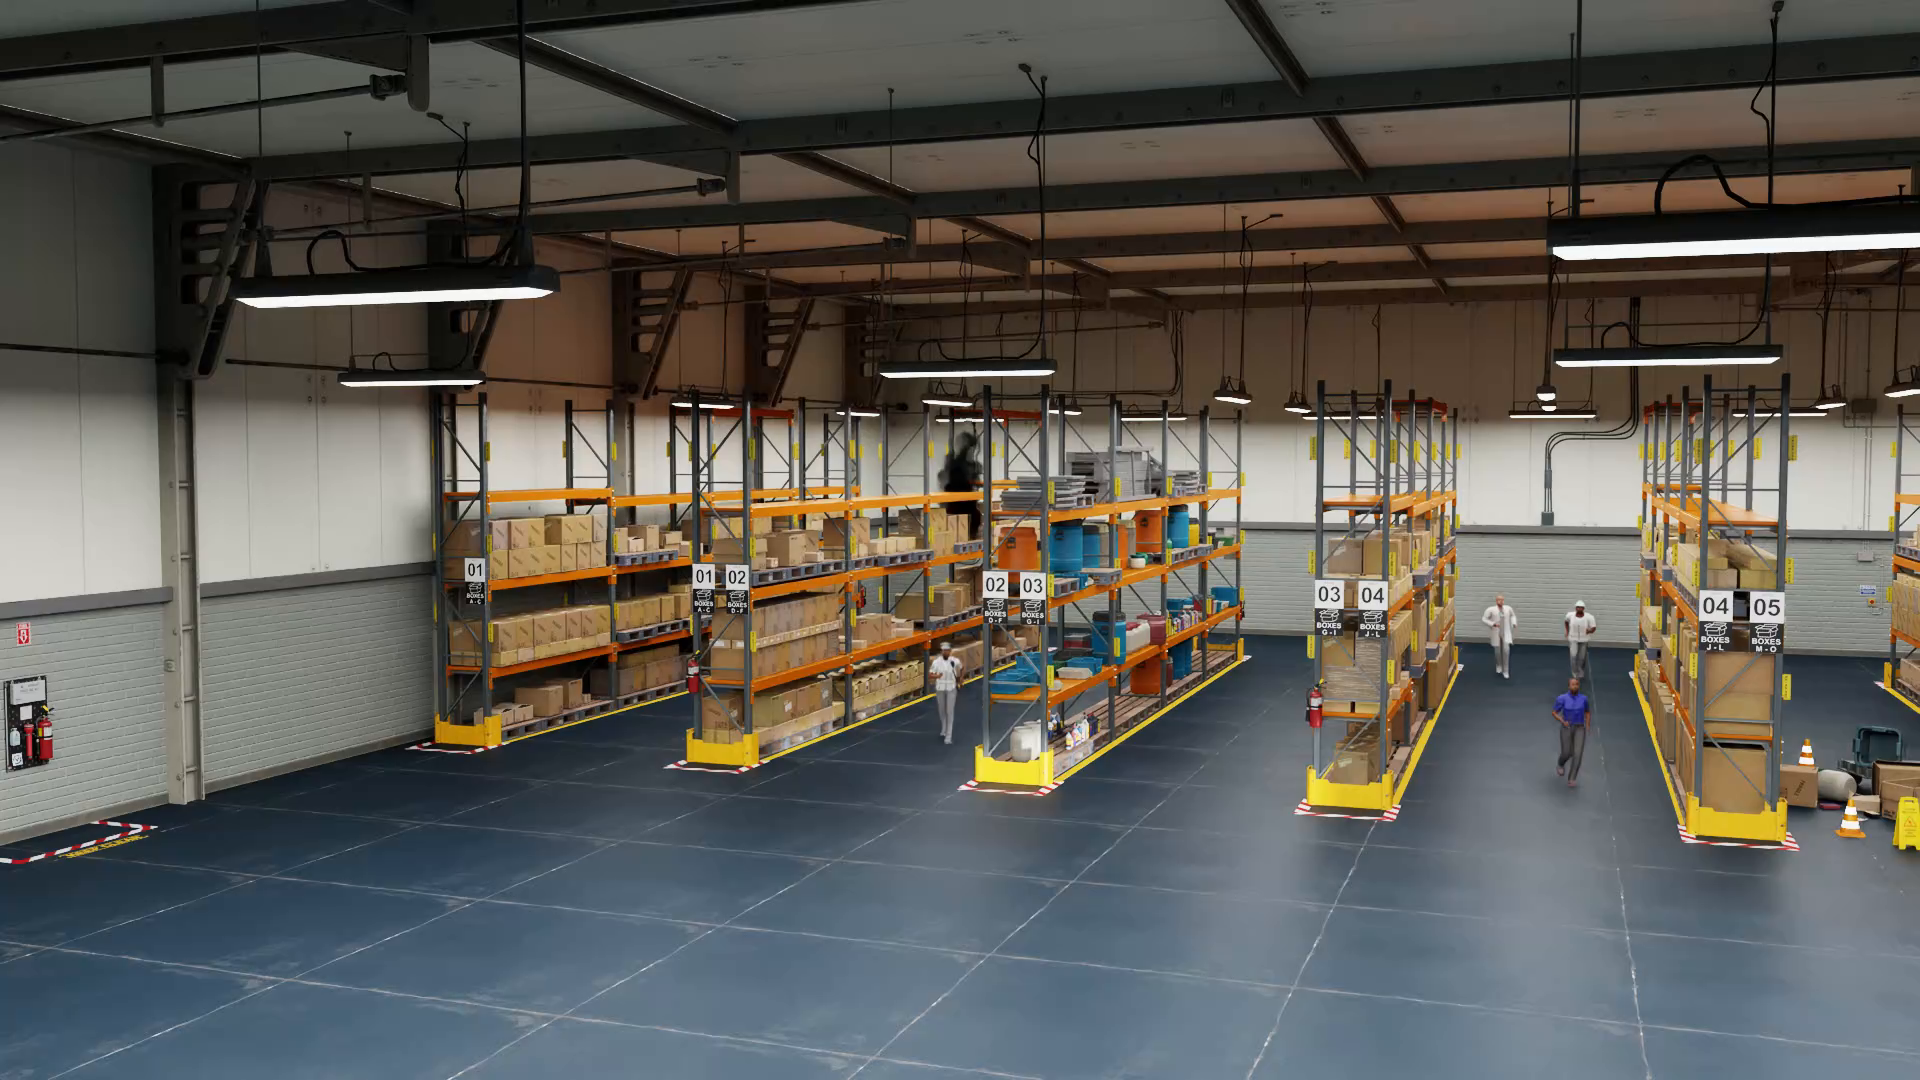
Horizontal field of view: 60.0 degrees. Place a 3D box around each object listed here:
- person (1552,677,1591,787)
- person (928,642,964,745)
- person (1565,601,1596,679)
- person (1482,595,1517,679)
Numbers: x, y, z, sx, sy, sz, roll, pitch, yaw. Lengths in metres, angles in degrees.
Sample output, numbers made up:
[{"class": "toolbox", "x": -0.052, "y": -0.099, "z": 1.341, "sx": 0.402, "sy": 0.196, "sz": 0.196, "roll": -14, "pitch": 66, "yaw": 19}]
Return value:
[{"class": "person", "x": 9.201, "y": 2.865, "z": 24.988, "sx": 0.572, "sy": 1.612, "sz": 0.617, "roll": 0, "pitch": 3, "yaw": 5}, {"class": "person", "x": -0.237, "y": 2.608, "z": 28.730, "sx": 0.595, "sy": 1.724, "sz": 0.870, "roll": 0, "pitch": 3, "yaw": 6}, {"class": "person", "x": 13.464, "y": 2.197, "z": 36.107, "sx": 0.630, "sy": 1.784, "sz": 0.945, "roll": 1, "pitch": 3, "yaw": 20}, {"class": "person", "x": 12.031, "y": 2.187, "z": 37.092, "sx": 0.746, "sy": 1.751, "sz": 0.925, "roll": 0, "pitch": 3, "yaw": 7}]
